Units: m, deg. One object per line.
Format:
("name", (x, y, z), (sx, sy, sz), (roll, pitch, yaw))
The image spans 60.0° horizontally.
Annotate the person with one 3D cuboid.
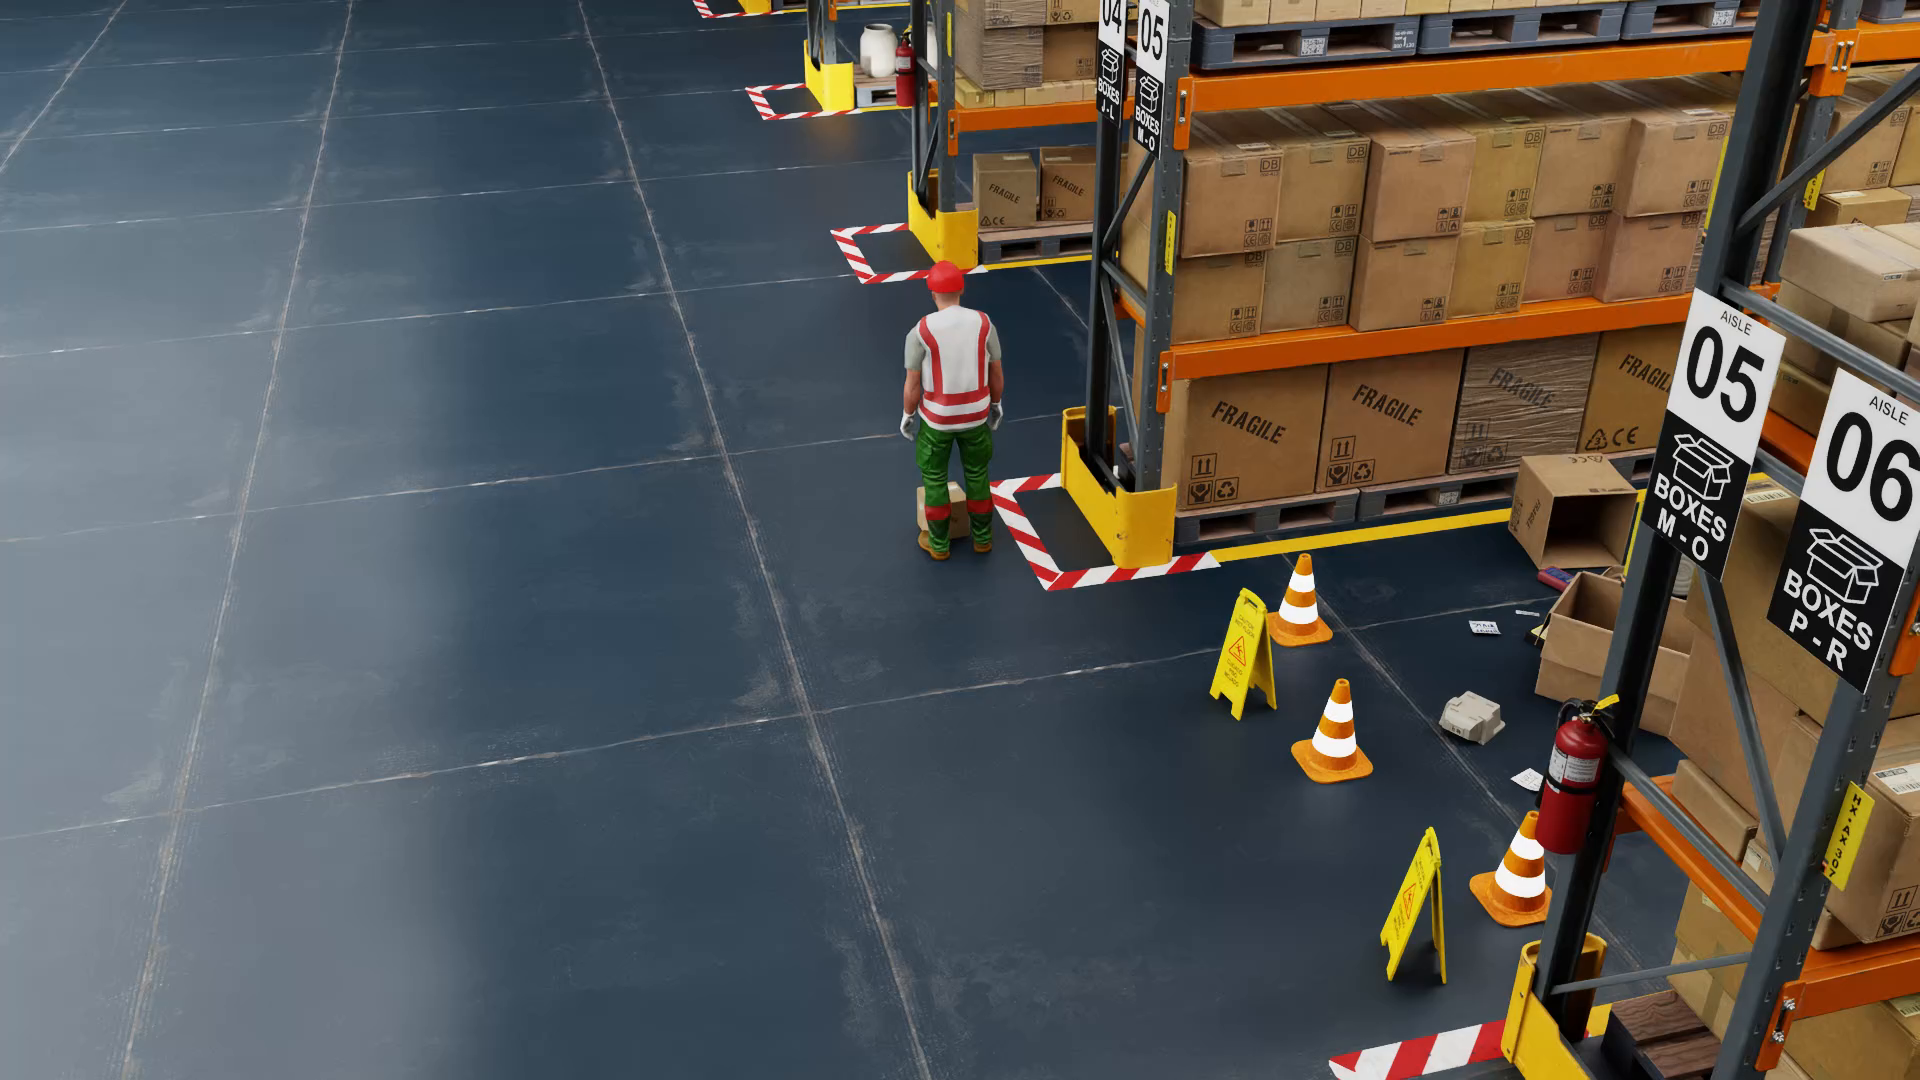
("person", (-0.042, -0.723, 9.480), (0.607, 1.779, 0.452), (-8, 31, -13))
